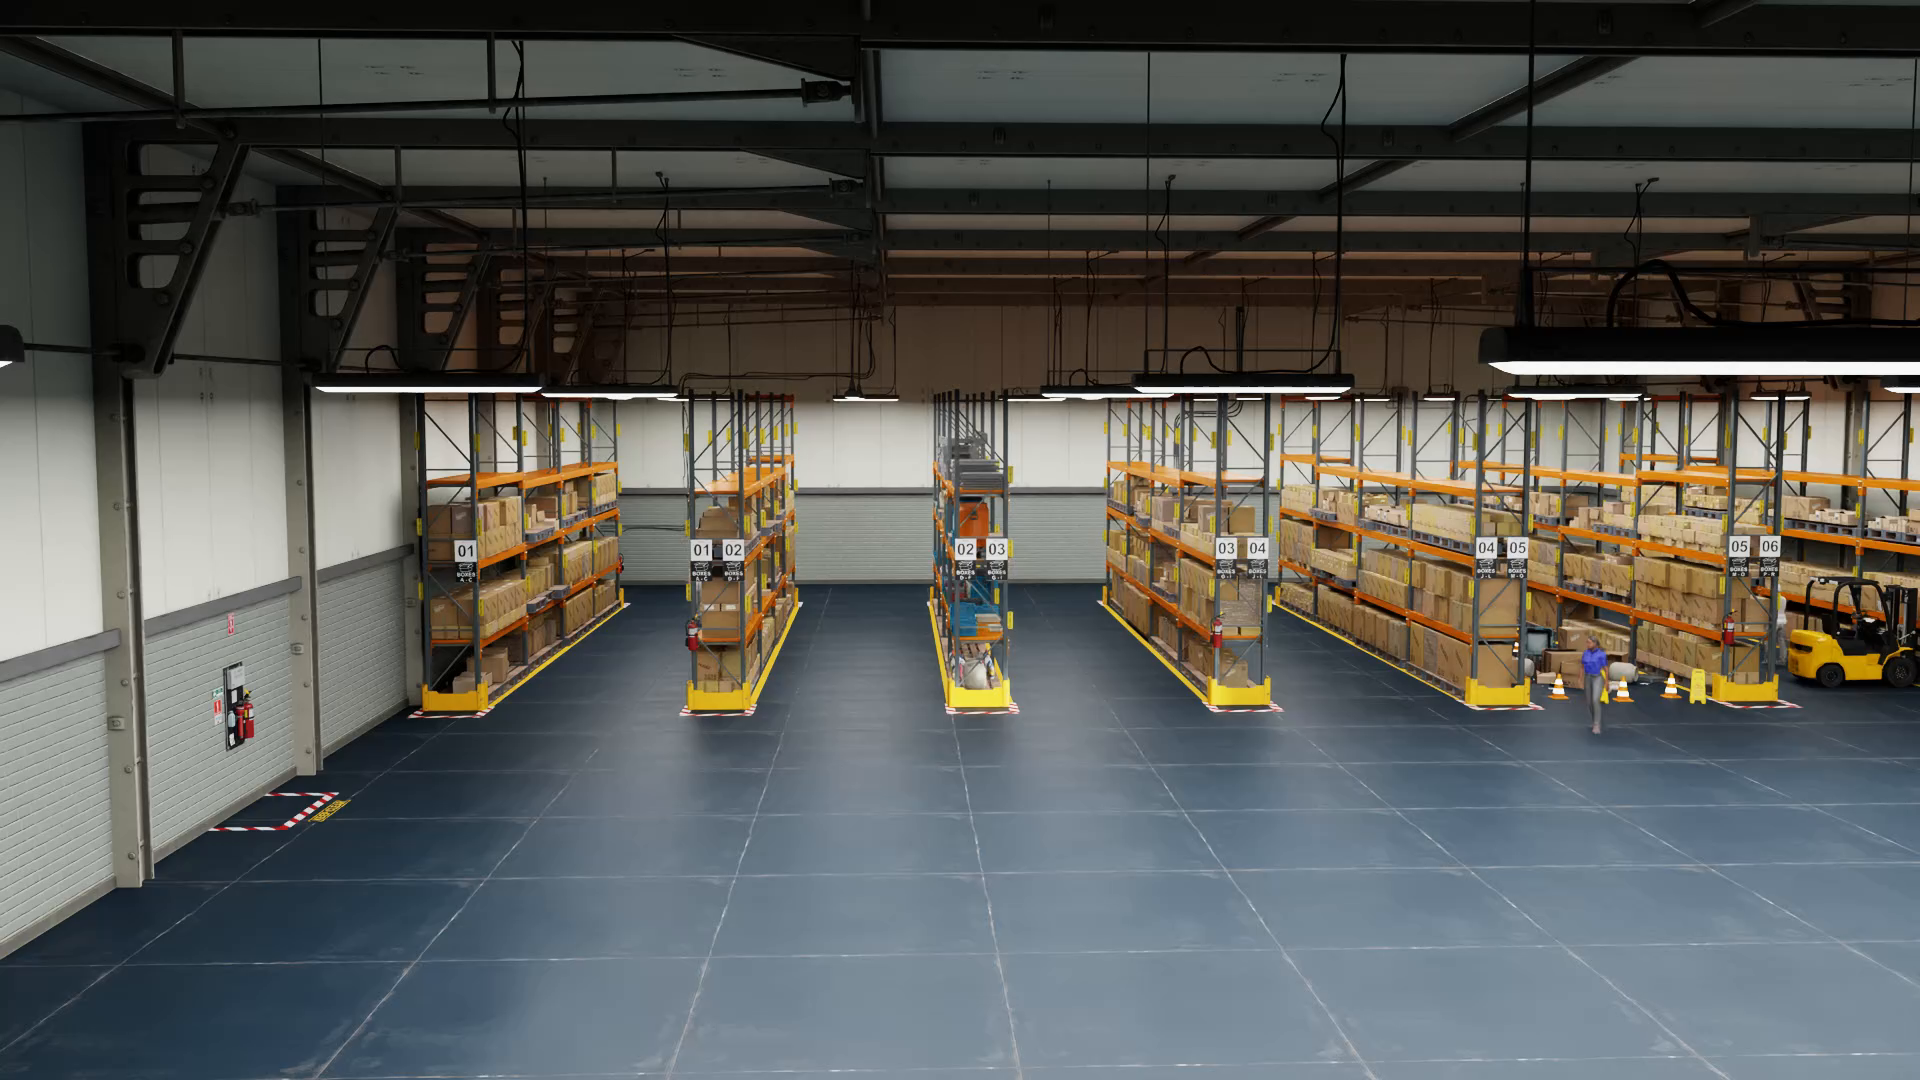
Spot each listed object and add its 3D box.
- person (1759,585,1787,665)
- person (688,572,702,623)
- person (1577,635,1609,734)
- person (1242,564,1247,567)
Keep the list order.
[{"bbox_3d":[17.965,1.875,36.524,0.527,1.816,0.556,-1,5,-13],"label":"person"},{"bbox_3d":[-6.857,1.287,43.614,0.542,1.700,1.068,0,5,1],"label":"person"},{"bbox_3d":[11.147,2.573,29.270,0.648,1.546,0.576,-3,6,-37],"label":"person"},{"bbox_3d":[8.088,1.033,47.723,0.441,1.557,0.841,1,5,14],"label":"person"}]
